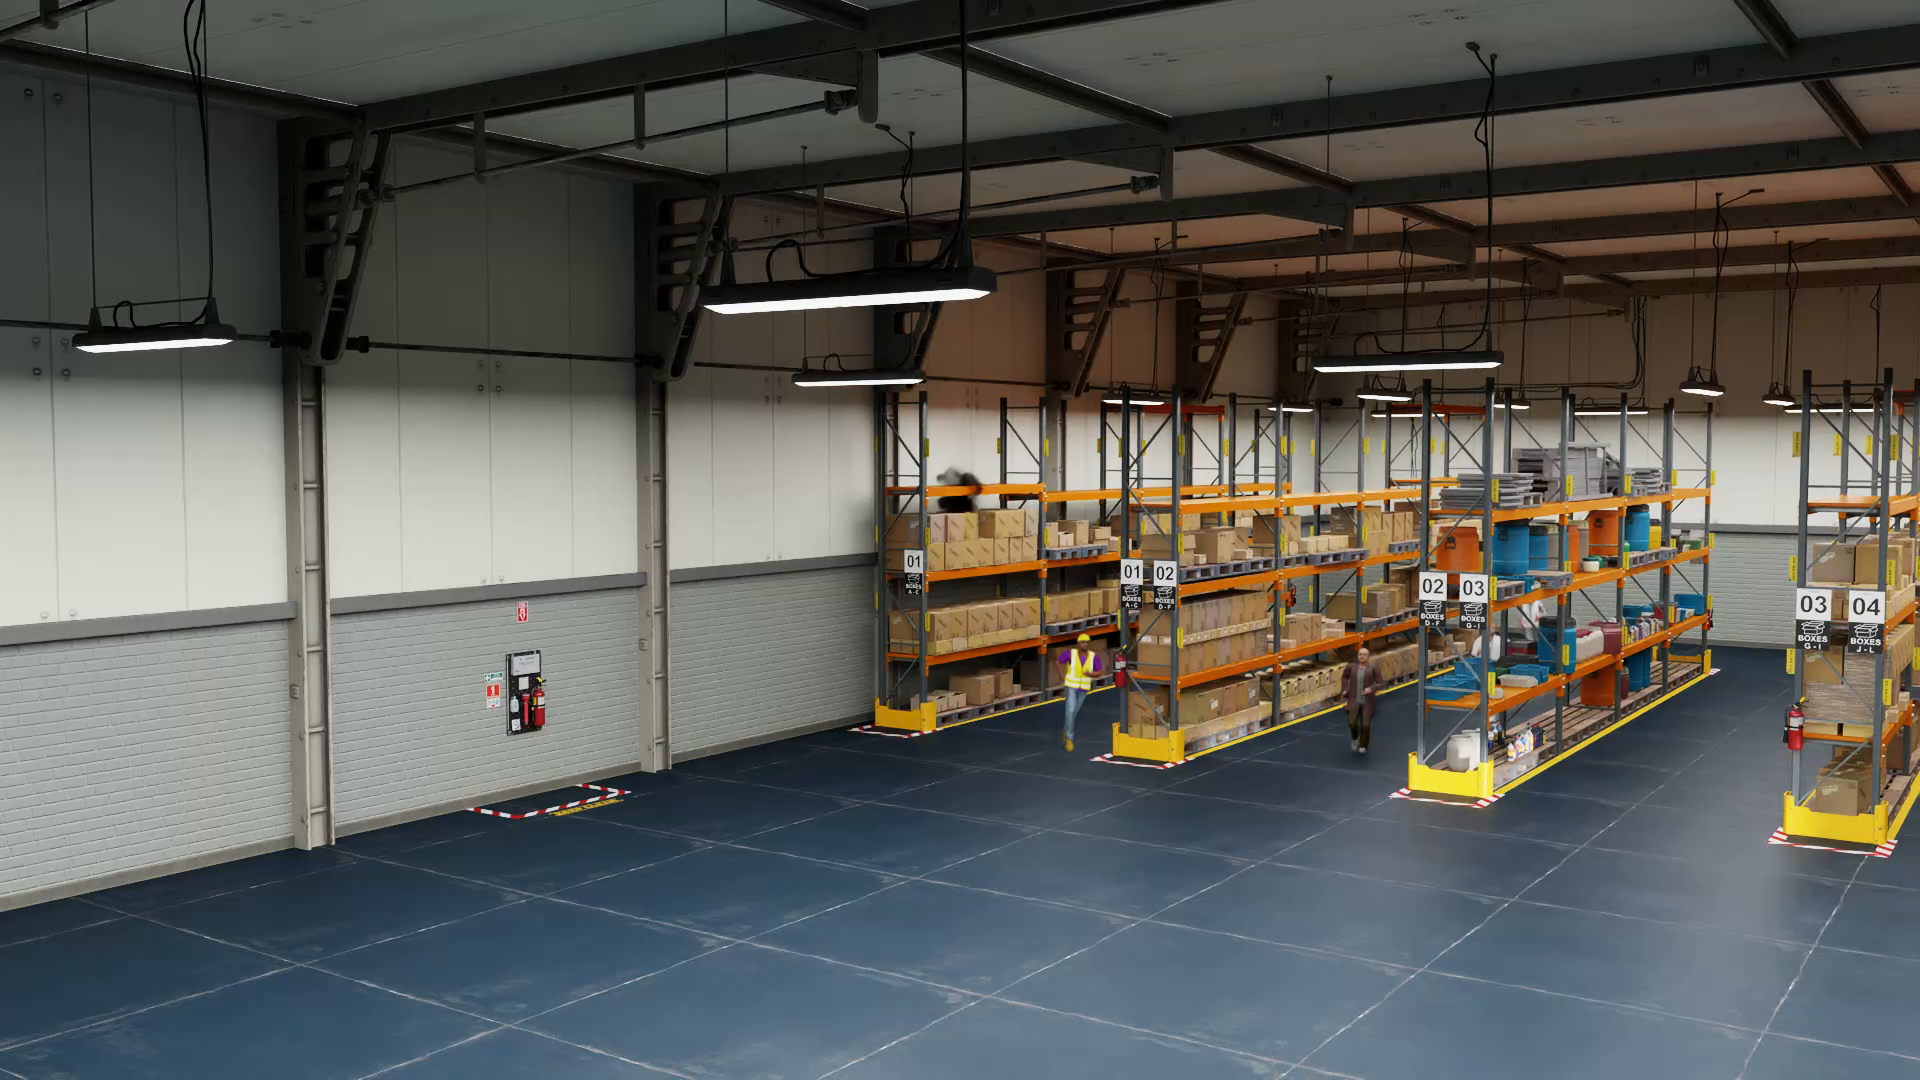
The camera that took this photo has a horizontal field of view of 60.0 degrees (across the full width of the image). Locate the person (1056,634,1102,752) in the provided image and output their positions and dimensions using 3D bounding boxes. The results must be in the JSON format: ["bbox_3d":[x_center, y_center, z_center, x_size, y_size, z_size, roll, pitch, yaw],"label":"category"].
[{"bbox_3d":[1.904,2.390,26.475,0.702,1.822,0.787,-1,3,-13],"label":"person"}]

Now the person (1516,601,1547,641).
[{"bbox_3d":[13.173,2.003,38.356,0.681,1.772,0.820,1,3,20],"label":"person"}]

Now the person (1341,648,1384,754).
[{"bbox_3d":[6.510,2.623,27.005,0.704,1.734,0.653,1,3,21],"label":"person"}]

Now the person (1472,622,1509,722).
[{"bbox_3d":[9.745,2.422,30.566,0.685,1.826,0.777,2,4,35],"label":"person"}]
